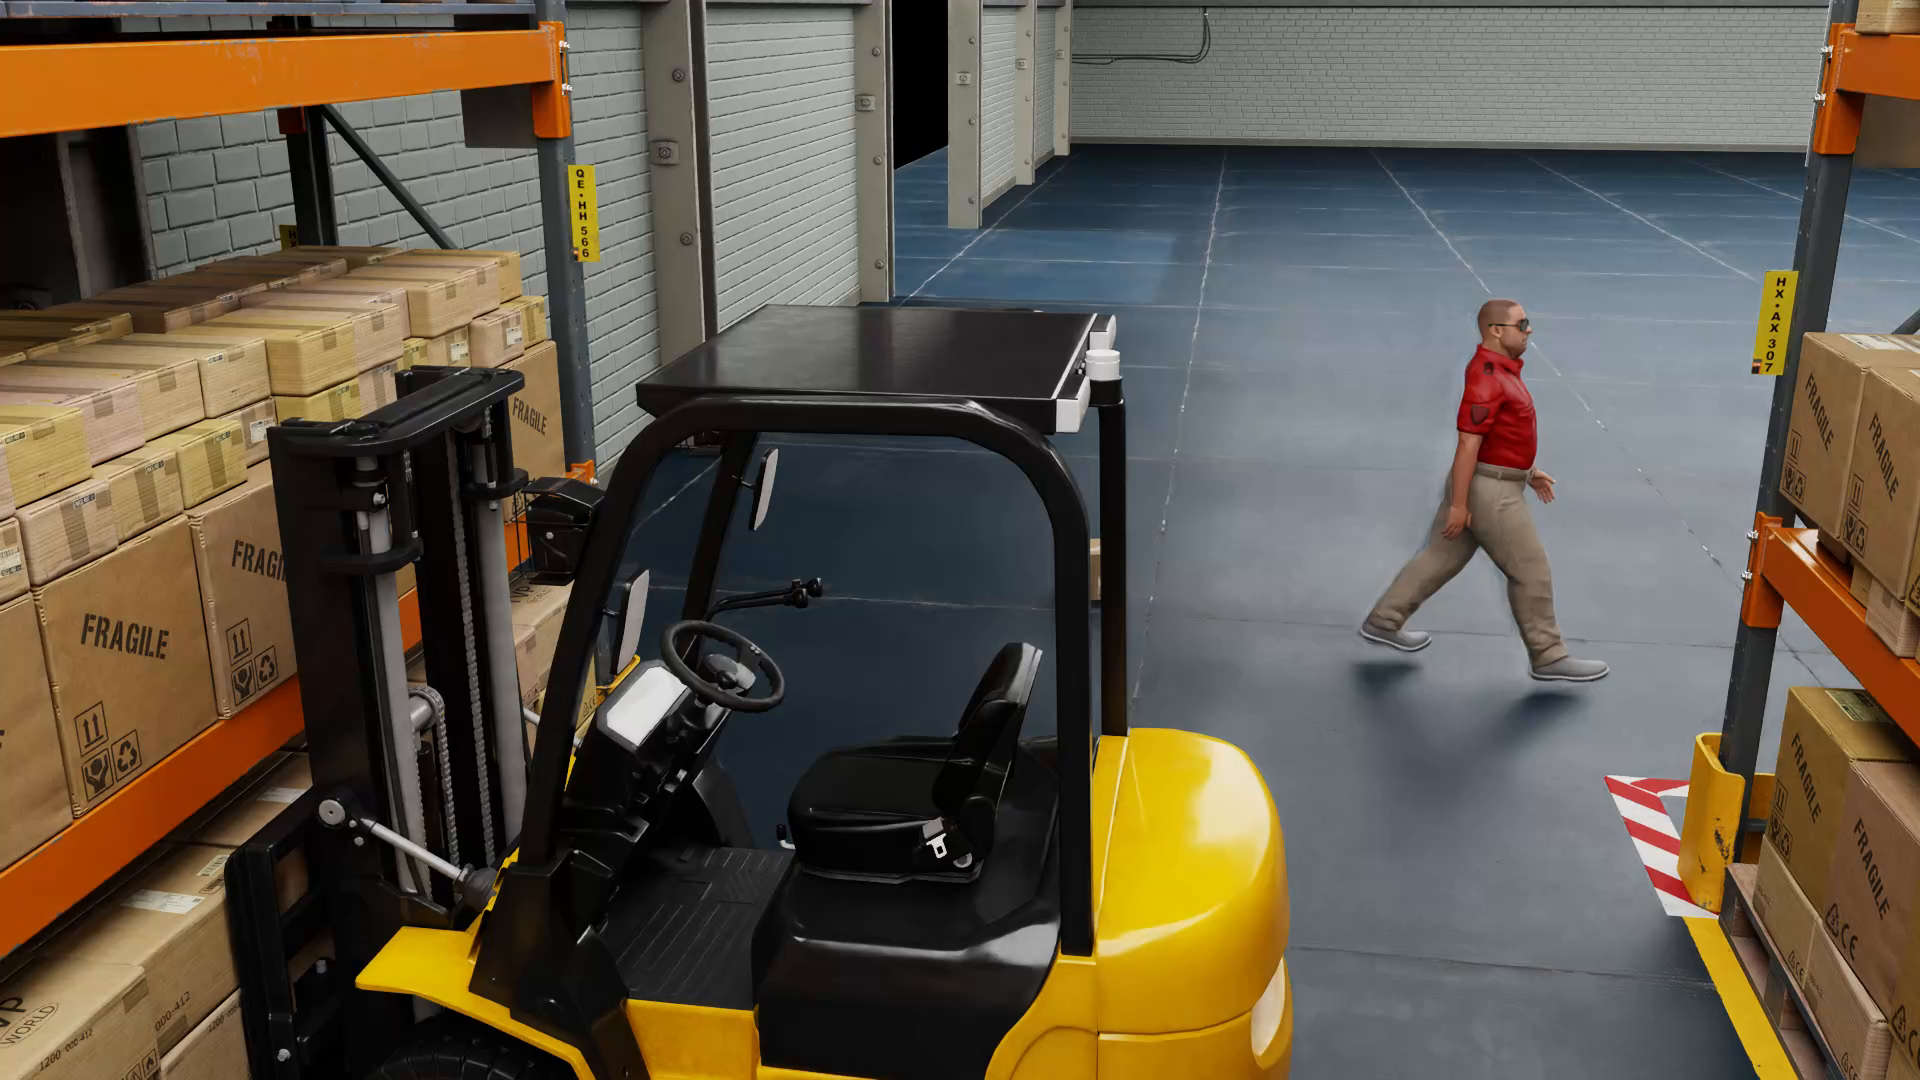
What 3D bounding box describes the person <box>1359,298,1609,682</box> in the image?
[{"bbox_3d":[2.361,-0.229,7.283,1.059,1.666,0.545,4,18,11],"label":"person"}]
